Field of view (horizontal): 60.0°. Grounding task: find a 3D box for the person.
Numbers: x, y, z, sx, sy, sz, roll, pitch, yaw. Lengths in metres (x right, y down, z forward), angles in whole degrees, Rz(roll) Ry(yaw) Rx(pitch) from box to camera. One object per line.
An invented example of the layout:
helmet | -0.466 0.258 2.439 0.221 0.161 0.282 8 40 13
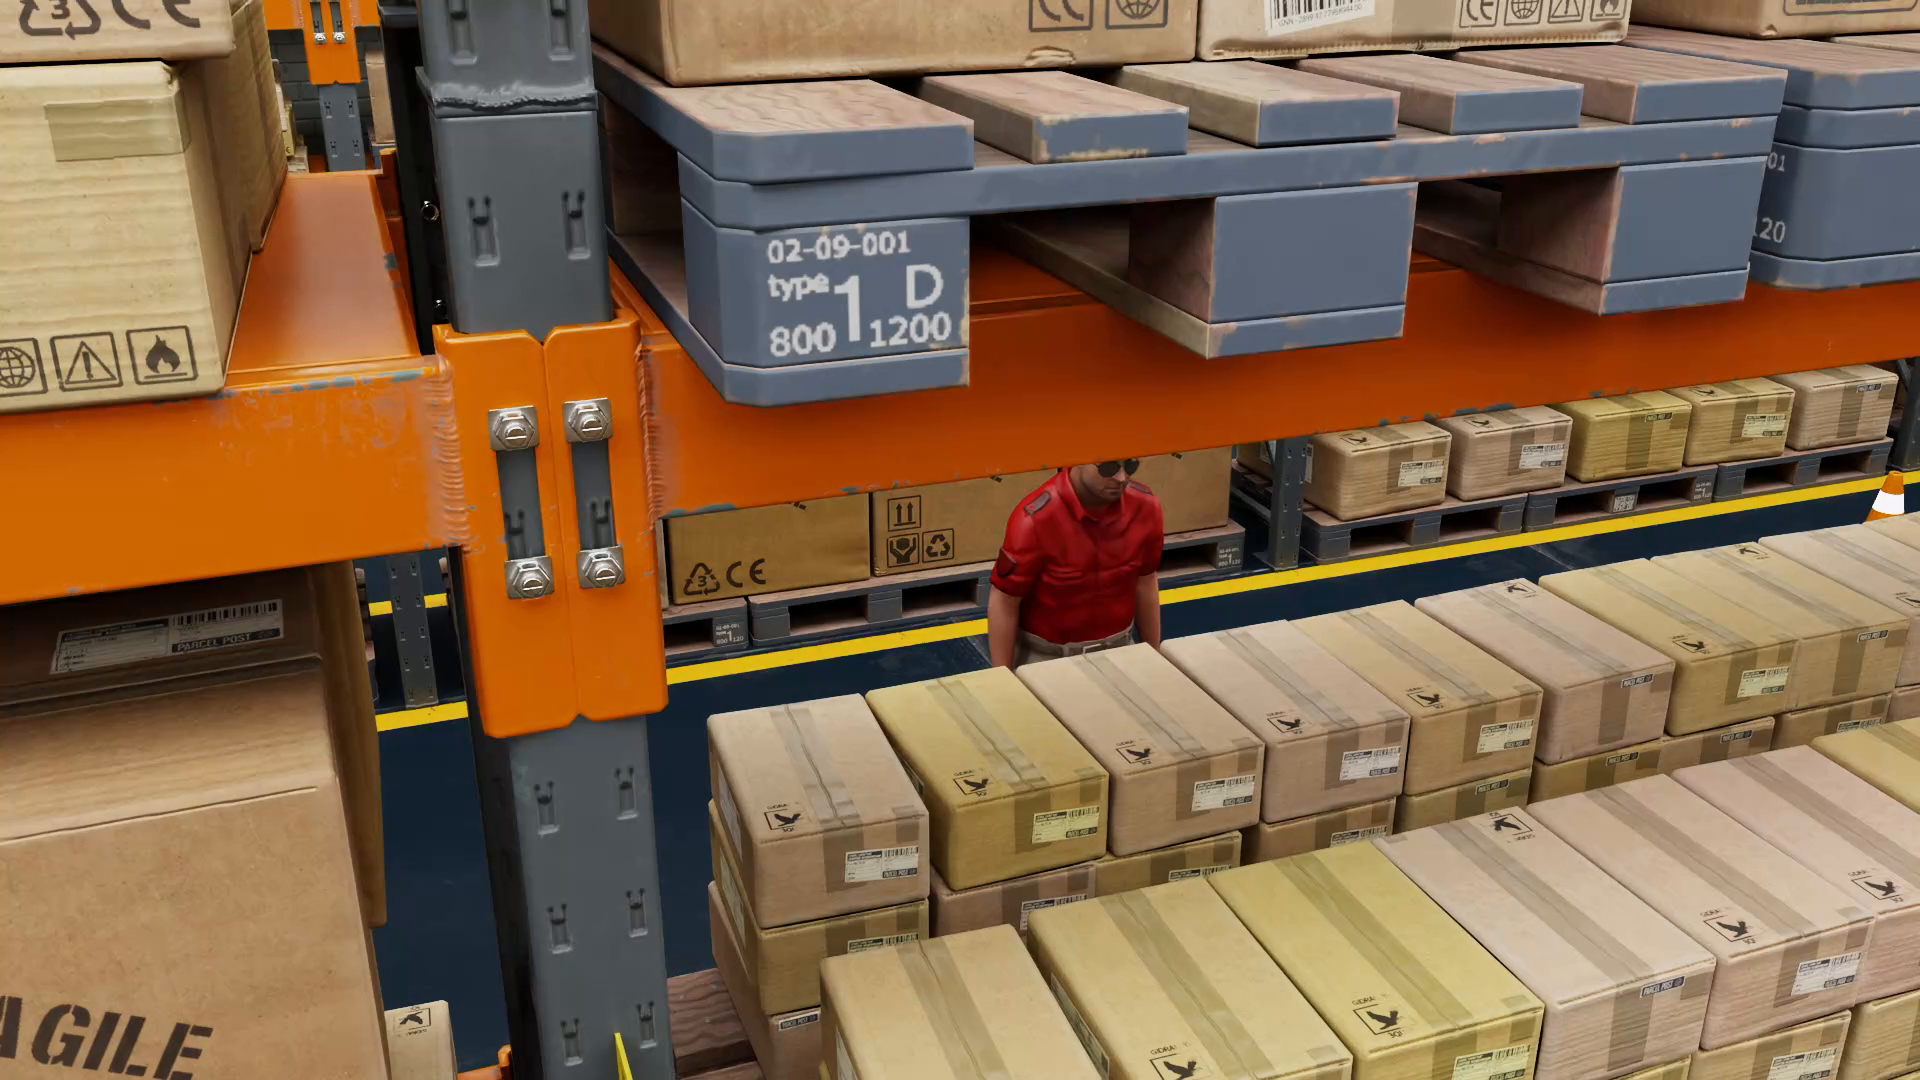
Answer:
person | 0.363 0.421 5.090 0.595 1.725 0.393 -10 24 -22
